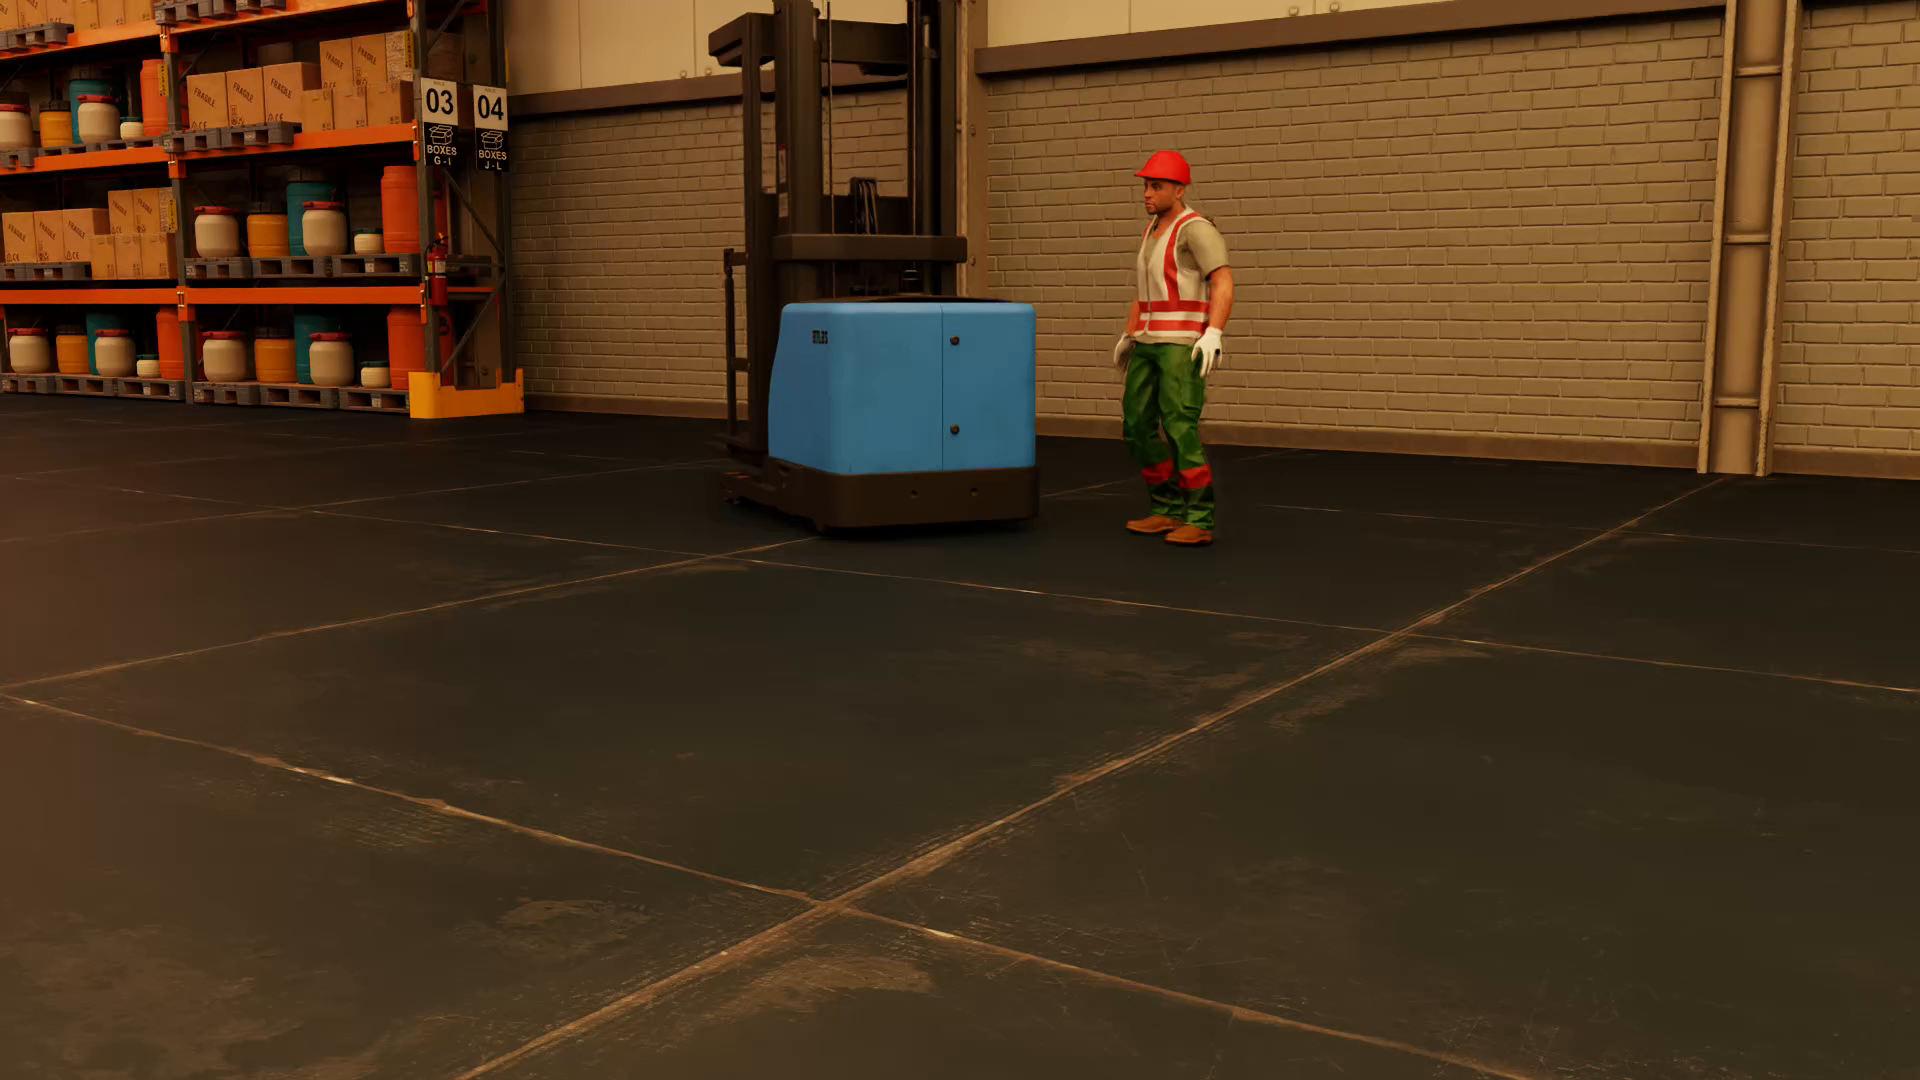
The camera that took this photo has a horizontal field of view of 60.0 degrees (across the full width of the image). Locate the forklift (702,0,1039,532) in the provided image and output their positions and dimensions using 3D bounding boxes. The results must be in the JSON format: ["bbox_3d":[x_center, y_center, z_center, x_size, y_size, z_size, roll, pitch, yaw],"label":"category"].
[{"bbox_3d":[-0.677,-1.655,8.834,1.130,2.935,3.031,-3,9,-23],"label":"forklift"}]

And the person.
[{"bbox_3d":[0.950,-0.880,7.596,0.398,1.754,0.815,-4,9,-27],"label":"person"}]
